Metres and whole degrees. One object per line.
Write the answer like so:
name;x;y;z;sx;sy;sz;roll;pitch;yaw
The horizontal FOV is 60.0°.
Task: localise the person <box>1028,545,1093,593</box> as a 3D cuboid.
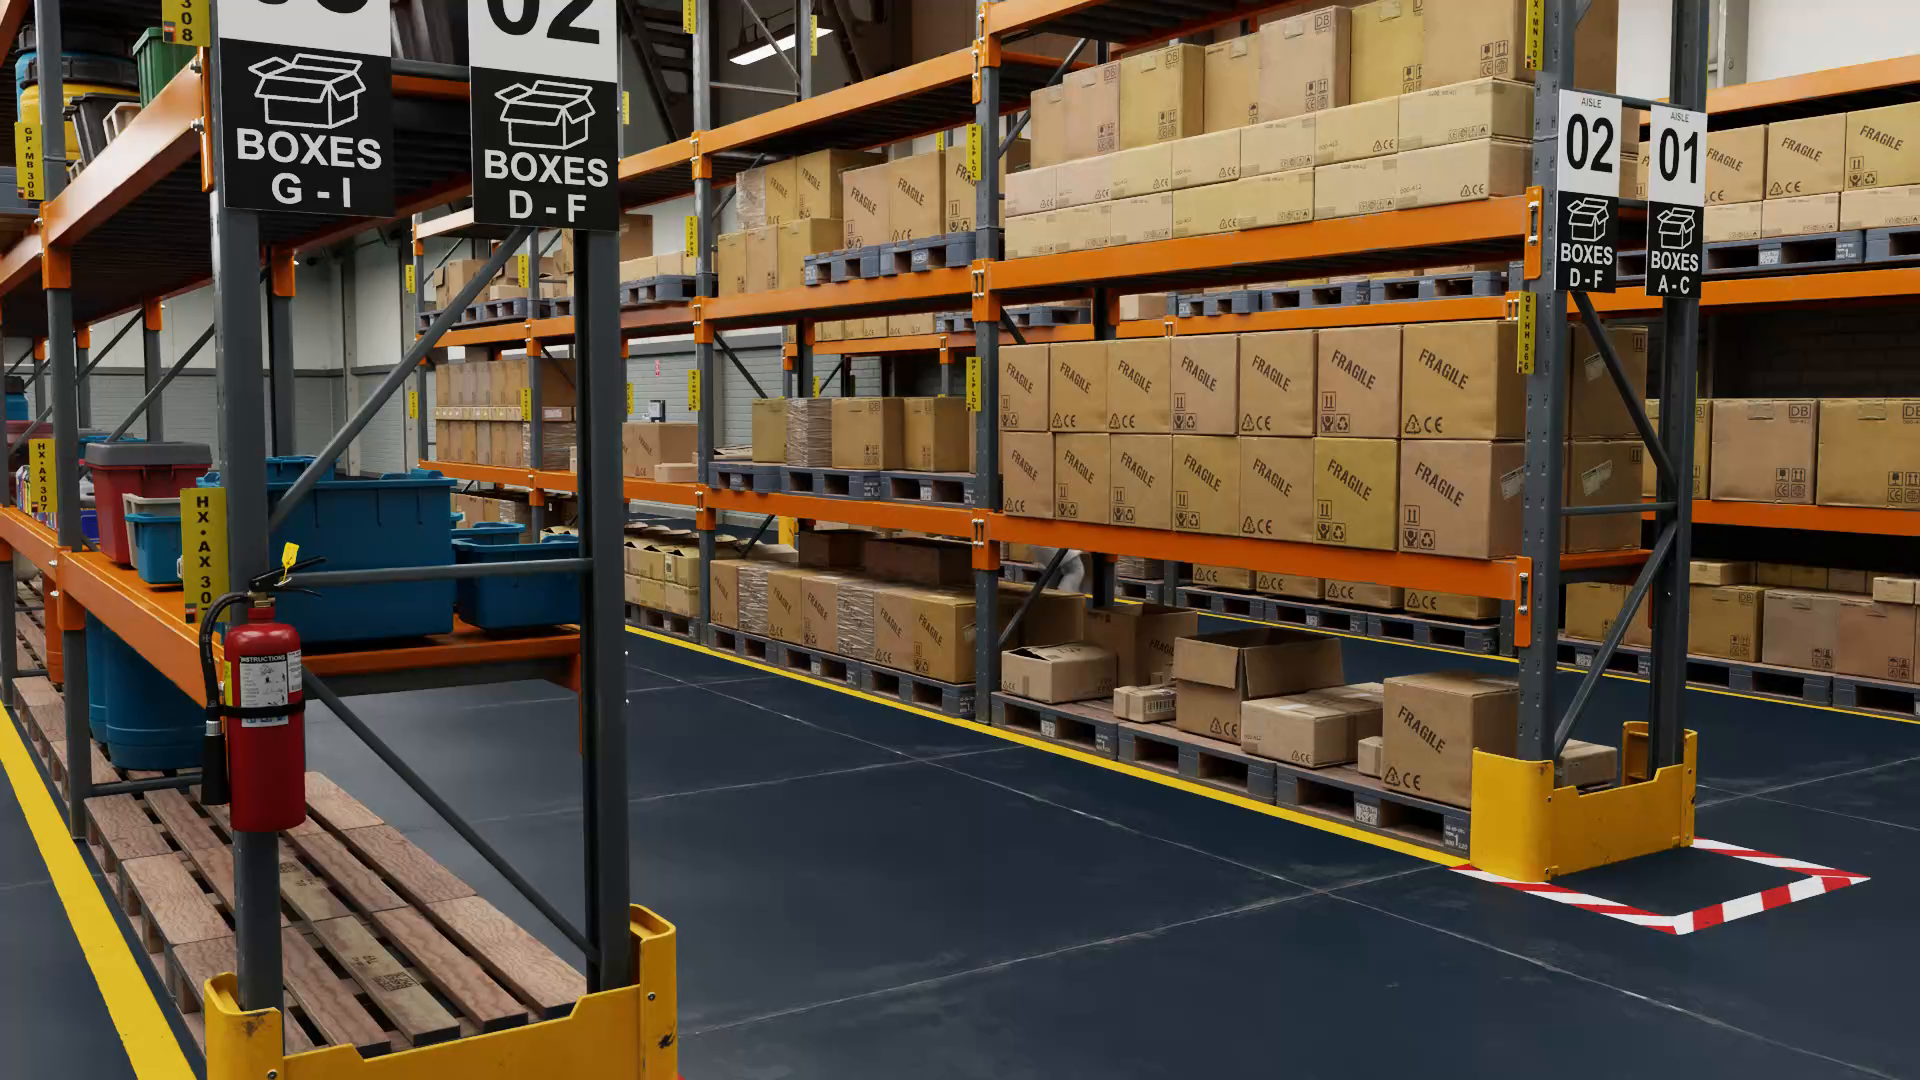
person;1.003;0.145;15.027;0.926;1.209;0.571;-3;6;-36
